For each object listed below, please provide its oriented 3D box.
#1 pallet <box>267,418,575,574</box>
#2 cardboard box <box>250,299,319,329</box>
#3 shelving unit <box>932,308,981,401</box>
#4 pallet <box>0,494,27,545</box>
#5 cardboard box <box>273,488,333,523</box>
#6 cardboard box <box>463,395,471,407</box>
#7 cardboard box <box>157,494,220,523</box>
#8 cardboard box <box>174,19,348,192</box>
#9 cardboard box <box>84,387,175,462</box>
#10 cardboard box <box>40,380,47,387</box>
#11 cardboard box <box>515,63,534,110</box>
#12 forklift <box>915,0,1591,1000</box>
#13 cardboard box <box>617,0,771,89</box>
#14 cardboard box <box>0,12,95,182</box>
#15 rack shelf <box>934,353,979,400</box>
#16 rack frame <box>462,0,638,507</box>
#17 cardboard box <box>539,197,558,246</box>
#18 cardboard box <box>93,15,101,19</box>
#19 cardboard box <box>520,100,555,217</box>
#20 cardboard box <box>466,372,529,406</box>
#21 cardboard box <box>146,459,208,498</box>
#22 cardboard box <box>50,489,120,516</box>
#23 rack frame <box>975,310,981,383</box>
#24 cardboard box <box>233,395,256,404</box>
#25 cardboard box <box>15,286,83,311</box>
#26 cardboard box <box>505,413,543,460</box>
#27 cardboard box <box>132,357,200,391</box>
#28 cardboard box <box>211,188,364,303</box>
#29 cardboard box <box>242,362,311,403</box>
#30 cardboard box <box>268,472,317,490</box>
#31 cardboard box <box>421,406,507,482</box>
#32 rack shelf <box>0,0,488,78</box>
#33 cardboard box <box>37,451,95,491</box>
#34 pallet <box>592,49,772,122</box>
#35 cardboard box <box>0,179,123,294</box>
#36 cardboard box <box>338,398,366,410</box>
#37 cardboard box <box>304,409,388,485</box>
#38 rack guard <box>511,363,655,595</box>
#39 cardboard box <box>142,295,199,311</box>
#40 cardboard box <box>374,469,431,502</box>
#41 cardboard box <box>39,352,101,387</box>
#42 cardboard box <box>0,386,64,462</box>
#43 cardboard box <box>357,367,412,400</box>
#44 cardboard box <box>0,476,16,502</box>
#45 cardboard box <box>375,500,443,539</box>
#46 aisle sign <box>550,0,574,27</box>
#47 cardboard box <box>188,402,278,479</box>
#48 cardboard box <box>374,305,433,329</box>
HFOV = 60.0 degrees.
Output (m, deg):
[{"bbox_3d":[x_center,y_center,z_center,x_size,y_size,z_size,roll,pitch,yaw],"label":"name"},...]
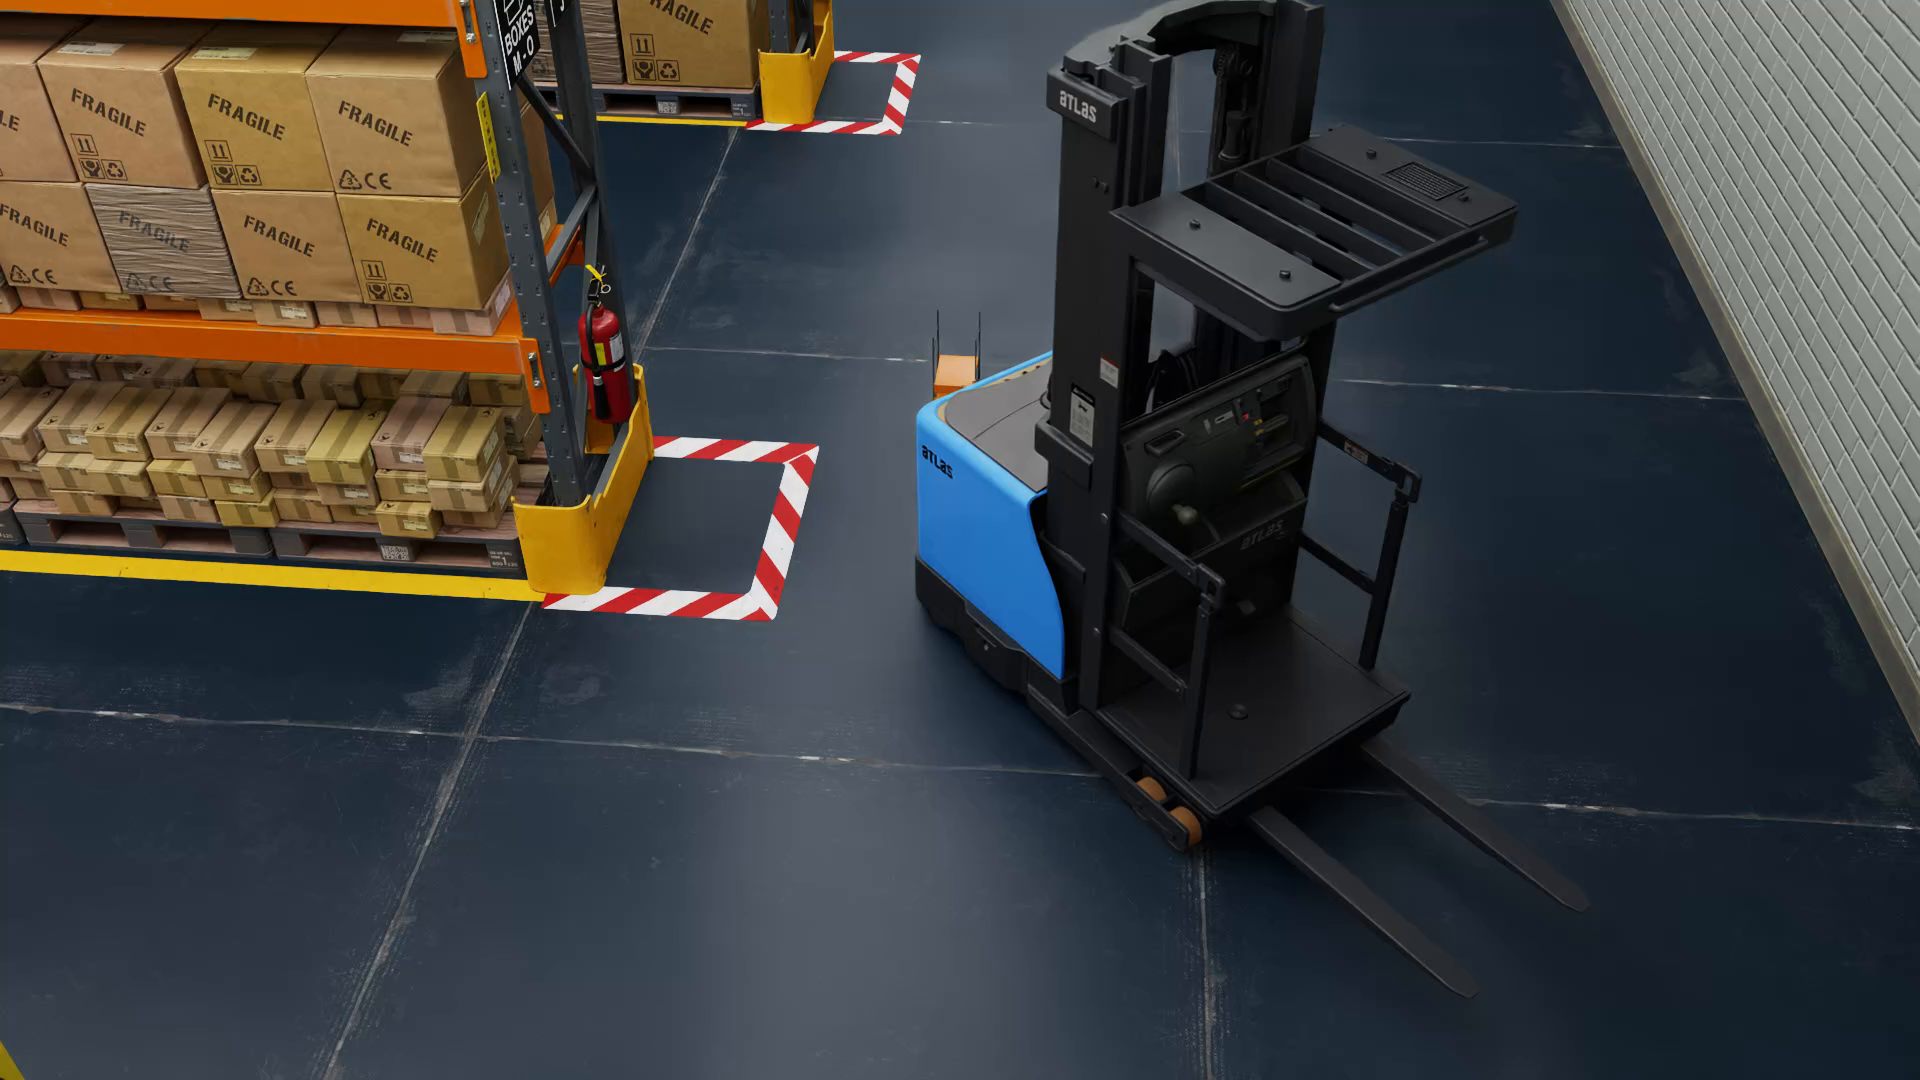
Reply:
[{"bbox_3d":[-2.577,-0.269,8.084,1.213,0.211,1.003,3,39,4],"label":"pallet"},{"bbox_3d":[-2.796,-1.063,7.049,0.250,0.149,0.380,4,39,5],"label":"cardboard box"},{"bbox_3d":[-0.014,-0.466,7.543,0.189,1.200,0.258,3,39,4],"label":"shelving unit"},{"bbox_3d":[-5.008,-0.402,8.247,1.213,0.211,1.003,3,39,4],"label":"pallet"},{"bbox_3d":[-3.005,-0.259,7.788,0.250,0.149,0.380,4,39,4],"label":"cardboard box"},{"bbox_3d":[-2.462,-0.693,8.086,0.250,0.149,0.380,3,39,4],"label":"cardboard box"},{"bbox_3d":[-3.535,-0.261,7.790,0.250,0.149,0.380,4,39,5],"label":"cardboard box"},{"bbox_3d":[-2.677,-1.718,6.548,0.500,0.500,0.500,2,39,2],"label":"cardboard box"},{"bbox_3d":[-3.800,-0.535,7.657,0.250,0.149,0.380,3,39,4],"label":"cardboard box"},{"bbox_3d":[-4.558,-0.767,8.177,0.250,0.149,0.380,3,39,4],"label":"cardboard box"},{"bbox_3d":[-2.119,-2.013,6.911,0.500,0.500,0.500,3,39,4],"label":"cardboard box"},{"bbox_3d":[1.088,-0.293,5.958,1.130,2.935,3.031,-25,46,-28],"label":"forklift"},{"bbox_3d":[-1.811,-3.717,11.462,0.875,0.875,0.875,3,39,4],"label":"cardboard box"},{"bbox_3d":[-3.723,-1.767,6.609,0.500,0.500,0.500,2,39,2],"label":"cardboard box"},{"bbox_3d":[-0.014,-0.711,7.343,0.180,0.103,0.258,3,39,4],"label":"rack shelf"},{"bbox_3d":[-1.695,-1.280,7.117,0.127,3.000,1.000,3,39,4],"label":"rack frame"},{"bbox_3d":[-1.989,-1.406,7.471,0.250,0.149,0.380,3,39,3],"label":"cardboard box"},{"bbox_3d":[-3.647,-2.105,7.023,0.500,0.500,0.500,2,39,2],"label":"cardboard box"},{"bbox_3d":[-2.118,-1.632,7.235,0.500,0.500,0.500,5,39,6],"label":"cardboard box"},{"bbox_3d":[-2.187,-0.810,7.994,0.250,0.149,0.380,1,39,2],"label":"cardboard box"},{"bbox_3d":[-3.534,-0.375,7.695,0.250,0.149,0.380,5,39,6],"label":"cardboard box"},{"bbox_3d":[-4.048,-0.288,7.824,0.250,0.149,0.380,2,39,3],"label":"cardboard box"},{"bbox_3d":[0.077,-0.461,7.537,0.006,1.200,0.240,3,39,4],"label":"rack frame"},{"bbox_3d":[-3.506,-0.676,8.065,0.250,0.149,0.380,5,39,6],"label":"cardboard box"},{"bbox_3d":[-3.838,-1.153,7.159,0.250,0.149,0.380,5,39,6],"label":"cardboard box"},{"bbox_3d":[-2.189,-0.567,8.167,0.250,0.149,0.380,4,39,5],"label":"cardboard box"},{"bbox_3d":[-3.759,-0.823,8.010,0.250,0.149,0.380,3,39,4],"label":"cardboard box"},{"bbox_3d":[-2.677,-1.328,6.861,0.500,0.500,0.500,3,39,3],"label":"cardboard box"},{"bbox_3d":[-3.242,-0.826,8.014,0.250,0.149,0.380,5,39,6],"label":"cardboard box"},{"bbox_3d":[-3.022,-0.408,7.736,0.250,0.149,0.380,3,39,3],"label":"cardboard box"},{"bbox_3d":[-2.244,-0.437,7.536,0.250,0.149,0.380,4,39,4],"label":"cardboard box"},{"bbox_3d":[-3.687,-2.273,6.531,4.000,0.370,1.077,3,39,4],"label":"rack shelf"},{"bbox_3d":[-4.054,-0.402,7.728,0.250,0.149,0.380,3,39,3],"label":"cardboard box"},{"bbox_3d":[-1.969,-3.307,11.816,1.213,0.211,1.003,3,39,4],"label":"pallet"},{"bbox_3d":[-3.679,-1.383,6.929,0.500,0.500,0.500,5,39,6],"label":"cardboard box"},{"bbox_3d":[-2.960,-0.733,8.135,0.250,0.149,0.380,4,39,5],"label":"cardboard box"},{"bbox_3d":[-2.758,-0.421,7.516,0.250,0.149,0.380,2,39,3],"label":"cardboard box"},{"bbox_3d":[-1.770,-0.315,7.911,0.348,0.500,1.175,3,39,4],"label":"rack guard"},{"bbox_3d":[-3.320,-1.148,7.154,0.250,0.149,0.380,2,39,2],"label":"cardboard box"},{"bbox_3d":[-2.501,-0.350,7.664,0.250,0.149,0.380,2,39,3],"label":"cardboard box"},{"bbox_3d":[-4.267,-0.912,8.119,0.250,0.149,0.380,1,39,2],"label":"cardboard box"},{"bbox_3d":[-4.321,-0.536,7.658,0.250,0.149,0.380,4,39,5],"label":"cardboard box"},{"bbox_3d":[-2.712,-0.844,8.035,0.250,0.149,0.380,3,39,4],"label":"cardboard box"},{"bbox_3d":[-4.570,-0.355,7.907,0.250,0.149,0.380,2,39,3],"label":"cardboard box"},{"bbox_3d":[-2.502,-0.185,7.697,0.250,0.149,0.380,4,39,5],"label":"cardboard box"},{"bbox_3d":[-1.596,-2.473,6.523,0.004,0.787,0.394,3,39,4],"label":"aisle sign"},{"bbox_3d":[-3.283,-0.455,7.558,0.250,0.149,0.380,5,39,6],"label":"cardboard box"},{"bbox_3d":[-2.288,-1.060,7.045,0.250,0.149,0.380,3,39,4],"label":"cardboard box"}]
